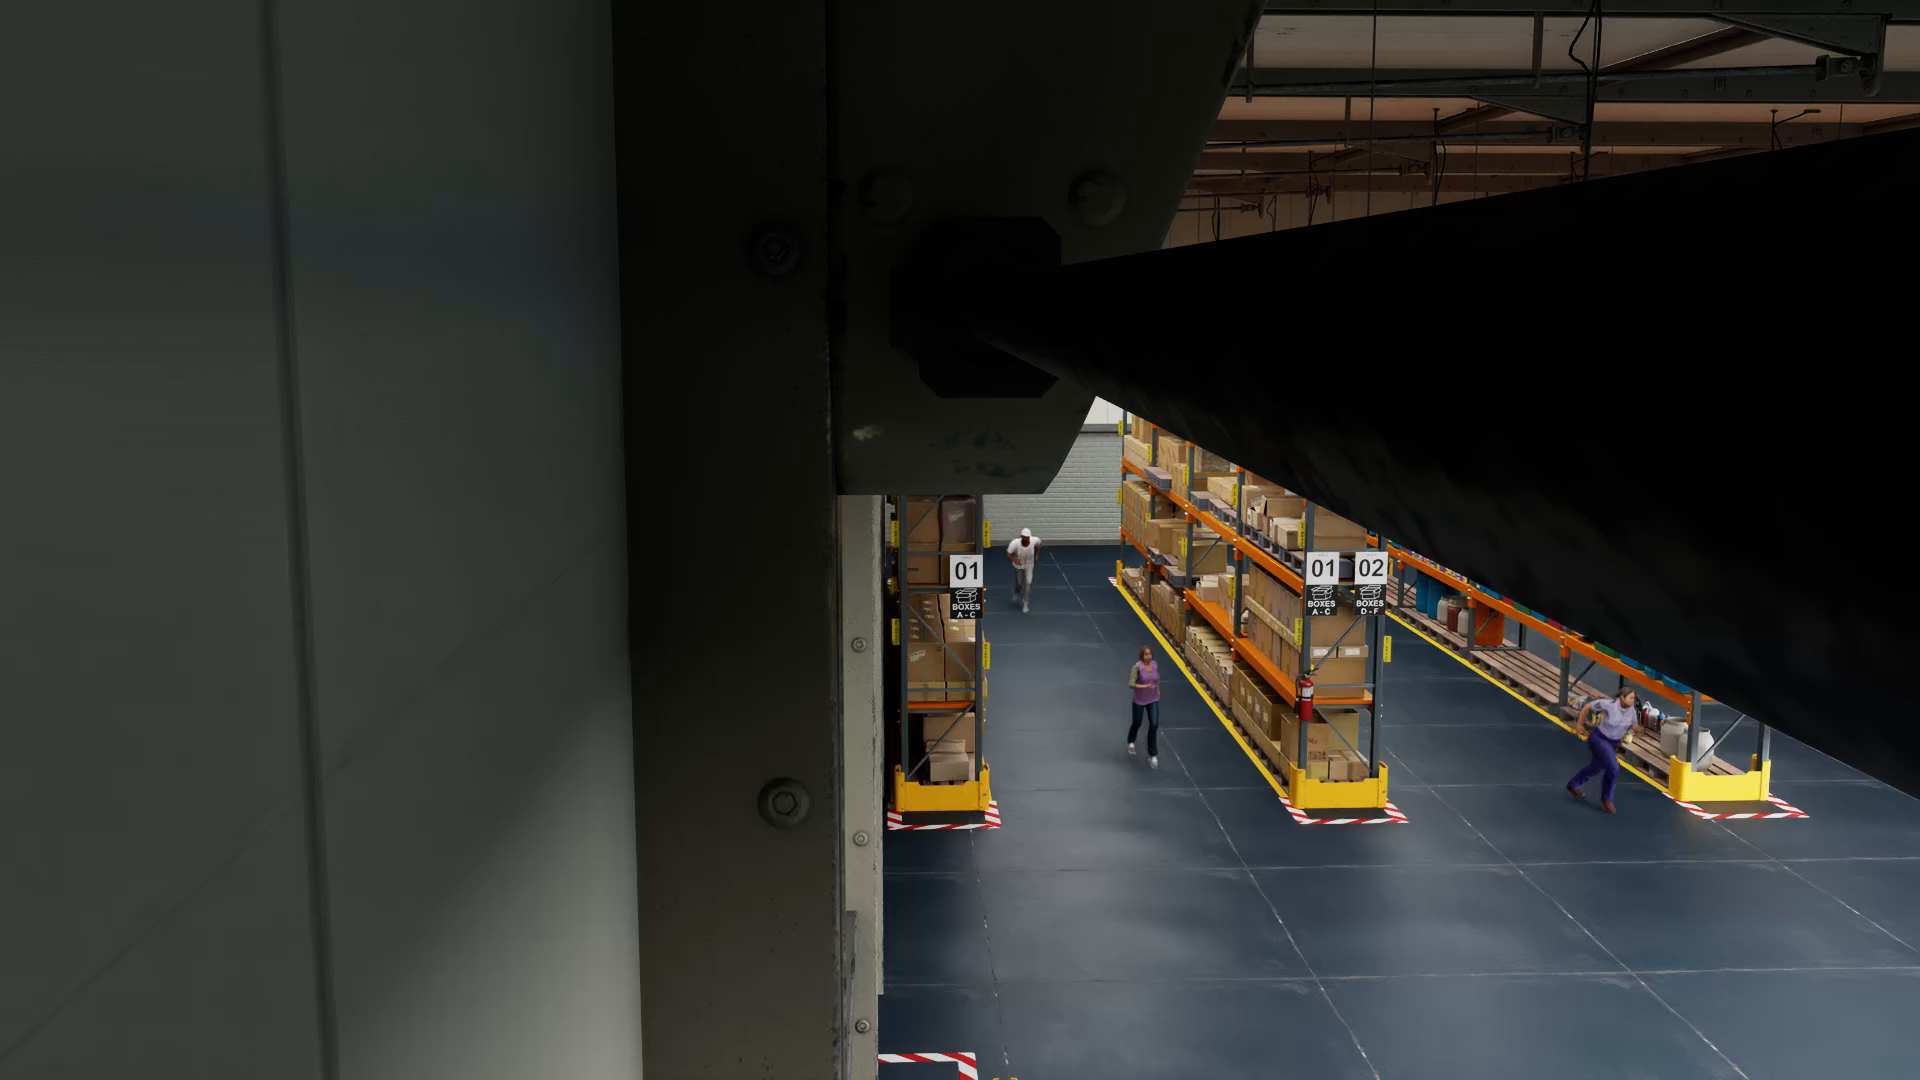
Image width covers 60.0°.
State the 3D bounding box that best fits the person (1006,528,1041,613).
[{"bbox_3d":[1.259,0.563,33.640,0.742,1.715,1.048,-2,9,-13],"label":"person"}]

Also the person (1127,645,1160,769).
[{"bbox_3d":[2.494,2.211,22.553,0.531,1.625,0.822,-2,9,-16],"label":"person"}]

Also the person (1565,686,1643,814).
[{"bbox_3d":[8.032,2.535,20.629,0.583,1.530,0.966,-5,10,-30],"label":"person"}]
